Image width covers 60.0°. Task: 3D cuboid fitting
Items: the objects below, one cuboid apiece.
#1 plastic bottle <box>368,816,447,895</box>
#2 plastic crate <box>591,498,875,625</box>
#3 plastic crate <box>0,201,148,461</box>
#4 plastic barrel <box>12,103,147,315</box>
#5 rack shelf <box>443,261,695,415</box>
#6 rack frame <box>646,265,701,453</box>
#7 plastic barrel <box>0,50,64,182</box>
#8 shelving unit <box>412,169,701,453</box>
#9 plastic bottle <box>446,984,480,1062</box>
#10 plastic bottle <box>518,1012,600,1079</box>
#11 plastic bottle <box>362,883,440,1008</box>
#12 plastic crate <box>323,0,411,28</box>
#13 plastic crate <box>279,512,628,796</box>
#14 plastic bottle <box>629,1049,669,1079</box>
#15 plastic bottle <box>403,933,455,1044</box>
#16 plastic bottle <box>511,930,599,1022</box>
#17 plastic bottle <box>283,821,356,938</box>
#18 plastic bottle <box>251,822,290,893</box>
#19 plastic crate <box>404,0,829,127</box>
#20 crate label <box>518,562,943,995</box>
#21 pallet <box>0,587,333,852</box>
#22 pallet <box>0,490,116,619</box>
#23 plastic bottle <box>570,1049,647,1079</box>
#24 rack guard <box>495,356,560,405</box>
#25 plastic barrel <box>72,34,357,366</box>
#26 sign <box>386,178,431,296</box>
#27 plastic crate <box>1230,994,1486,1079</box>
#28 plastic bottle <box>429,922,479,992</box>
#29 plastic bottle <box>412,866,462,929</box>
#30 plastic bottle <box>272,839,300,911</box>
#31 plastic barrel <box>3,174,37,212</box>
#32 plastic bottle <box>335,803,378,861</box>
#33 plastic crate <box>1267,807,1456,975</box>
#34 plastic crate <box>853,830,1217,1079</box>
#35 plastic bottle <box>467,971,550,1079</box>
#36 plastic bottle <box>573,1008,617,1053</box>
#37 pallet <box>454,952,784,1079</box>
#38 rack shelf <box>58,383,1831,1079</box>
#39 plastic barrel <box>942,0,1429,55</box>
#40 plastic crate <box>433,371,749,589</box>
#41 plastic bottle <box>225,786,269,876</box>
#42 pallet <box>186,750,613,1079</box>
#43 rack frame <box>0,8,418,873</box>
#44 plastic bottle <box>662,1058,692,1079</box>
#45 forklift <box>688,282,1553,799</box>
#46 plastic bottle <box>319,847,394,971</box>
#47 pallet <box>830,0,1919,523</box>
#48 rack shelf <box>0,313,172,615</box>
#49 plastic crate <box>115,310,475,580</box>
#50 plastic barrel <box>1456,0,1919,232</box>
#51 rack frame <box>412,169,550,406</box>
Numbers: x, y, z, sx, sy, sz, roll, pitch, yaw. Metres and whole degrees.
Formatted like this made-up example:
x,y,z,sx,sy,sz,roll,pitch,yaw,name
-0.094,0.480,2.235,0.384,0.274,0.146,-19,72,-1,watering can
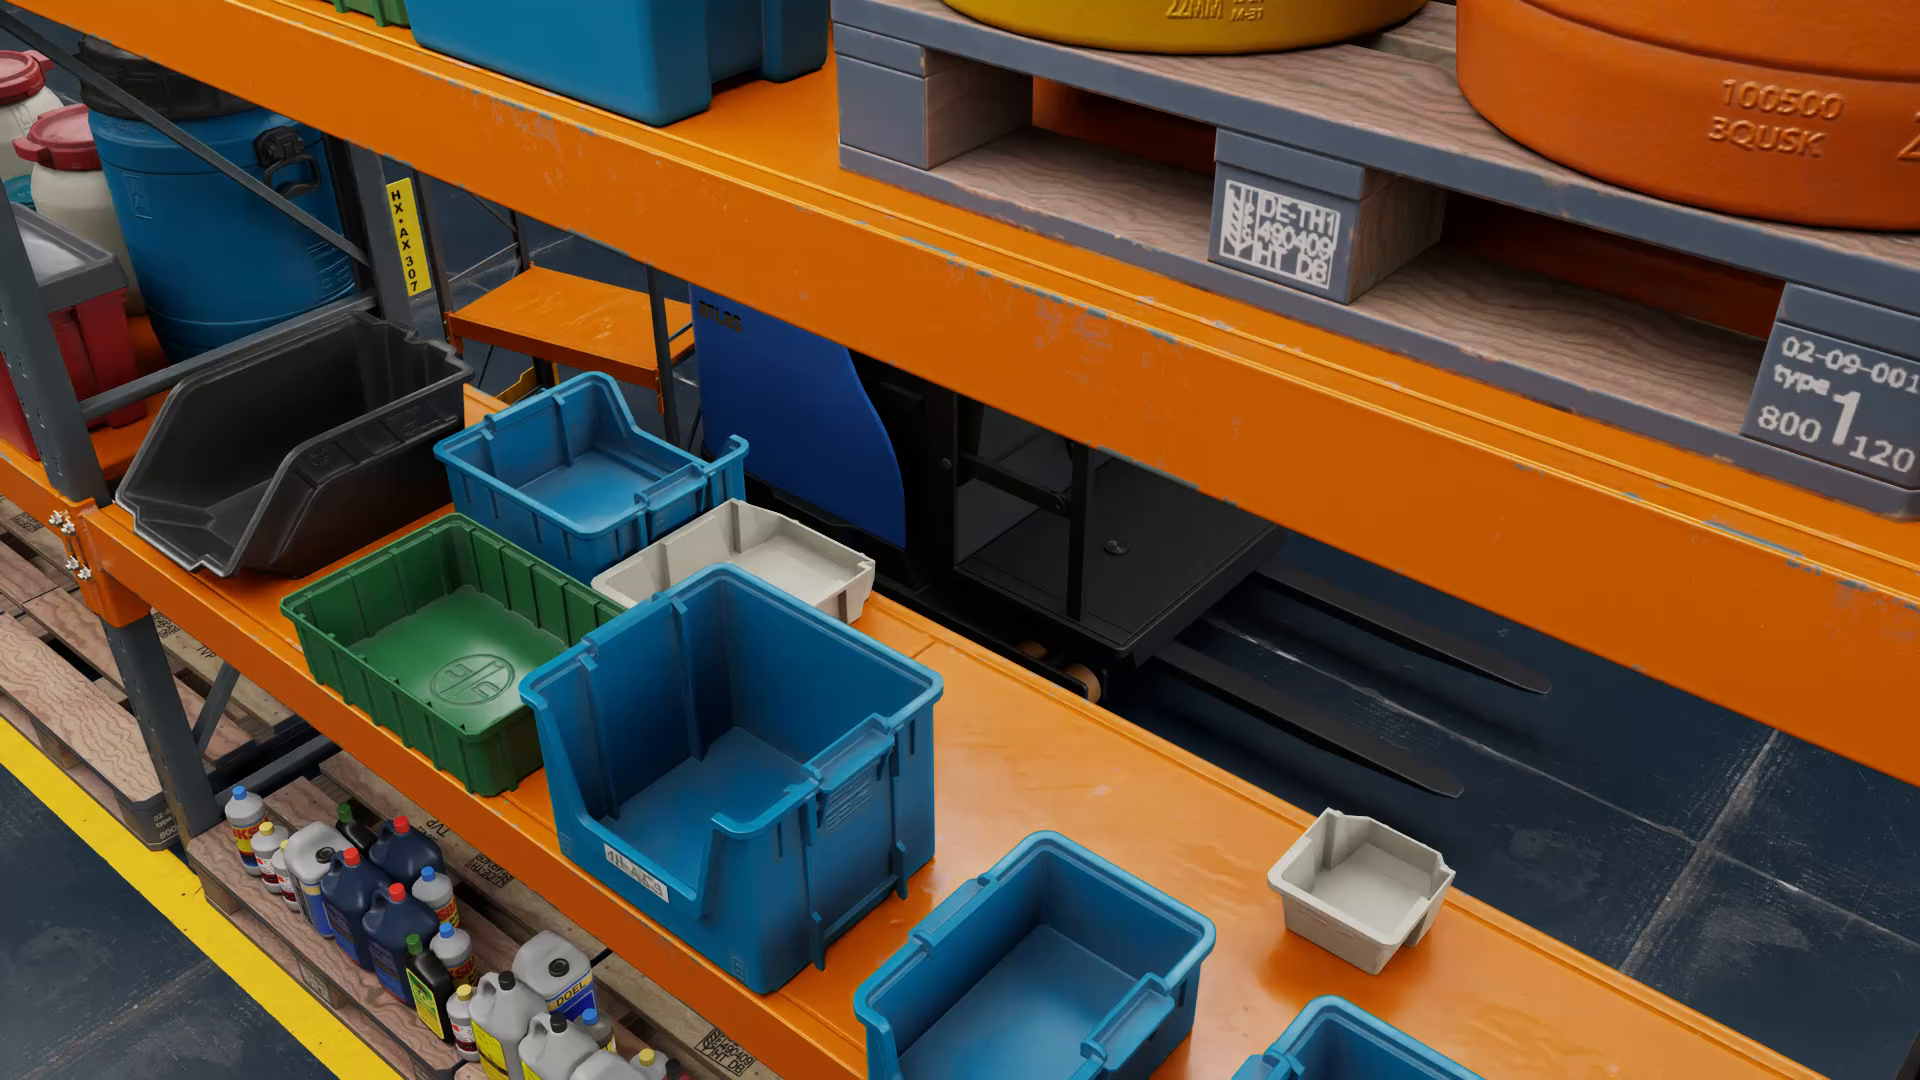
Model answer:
x,y,z,sx,sy,sz,roll,pitch,yaw,name
-1.433,0.847,4.319,0.185,0.351,0.144,25,42,32,plastic bottle
-0.471,0.112,3.670,0.437,0.136,0.530,25,42,32,plastic crate
-2.448,-0.543,4.334,0.583,0.464,0.402,25,42,32,plastic crate
-2.475,-0.972,4.896,0.433,0.535,0.433,0,34,0,plastic barrel
-1.410,-0.792,6.397,1.000,0.185,0.538,16,38,22,rack shelf
-0.958,-0.809,6.103,0.032,1.500,0.500,16,38,22,rack frame
-3.039,-1.238,5.283,0.433,0.535,0.433,0,34,0,plastic barrel
-1.419,-0.943,6.298,1.083,1.500,0.587,16,38,22,shelving unit
-1.178,1.152,4.006,0.097,0.201,0.097,0,34,0,plastic bottle
-0.911,1.199,3.806,0.185,0.351,0.144,27,43,34,plastic bottle
-1.381,0.978,4.128,0.185,0.351,0.144,23,41,30,plastic bottle
-0.842,-0.933,2.497,0.450,0.188,0.336,25,42,32,plastic crate
-1.018,0.228,3.456,0.662,0.188,0.450,25,42,32,plastic crate
-0.716,1.258,3.852,0.097,0.201,0.097,0,34,0,plastic bottle
-1.280,1.083,4.034,0.133,0.283,0.061,27,43,34,plastic bottle
-0.978,1.089,4.032,0.135,0.276,0.152,25,42,32,plastic bottle
-1.650,0.878,4.338,0.135,0.276,0.152,27,43,33,plastic bottle
-1.838,0.841,4.459,0.097,0.201,0.097,0,34,0,plastic bottle
-0.465,-0.815,2.152,0.575,0.384,0.392,25,42,32,plastic crate
-0.394,0.411,2.971,0.616,0.435,0.502,25,42,32,crate label
-2.509,0.408,5.470,1.213,0.211,1.003,25,42,32,pallet
-3.451,-0.034,6.113,1.213,0.211,1.003,25,42,32,pallet
-0.781,1.288,3.742,0.135,0.276,0.152,24,41,31,plastic bottle
-1.861,-0.557,6.840,0.087,0.250,0.587,16,38,22,rack guard
-1.984,-0.953,4.545,0.708,0.901,0.600,25,42,32,plastic barrel
-1.520,-0.824,4.555,0.005,0.325,0.100,25,42,32,sign
0.617,0.985,2.298,0.616,0.251,0.499,25,42,32,plastic crate
-1.244,1.047,4.097,0.097,0.271,0.097,0,34,0,plastic bottle
-1.337,0.942,4.250,0.097,0.271,0.097,0,34,0,plastic bottle
-1.760,0.878,4.406,0.097,0.201,0.097,0,34,0,plastic bottle
-2.800,-0.963,5.125,0.301,0.262,0.301,0,34,0,plastic barrel
-1.582,0.829,4.404,0.133,0.283,0.061,25,42,32,plastic bottle
0.712,0.619,2.932,0.250,0.136,0.298,25,42,32,plastic crate
0.122,0.747,2.644,0.408,0.251,0.499,25,42,32,plastic crate
-1.054,1.132,3.904,0.185,0.351,0.144,25,42,31,plastic bottle
-0.867,1.192,3.948,0.097,0.201,0.097,0,34,0,plastic bottle
-0.449,1.378,4.056,1.213,0.211,1.003,25,42,32,pallet
-0.343,0.547,3.440,4.000,0.370,1.077,25,42,32,rack shelf
0.236,-0.870,1.681,0.600,0.588,0.600,0,34,0,plastic barrel
-0.856,-0.130,3.921,0.616,0.251,0.499,25,42,32,plastic crate
-1.916,0.775,4.493,0.097,0.271,0.097,0,34,0,plastic bottle
-1.391,0.937,4.700,1.213,0.211,1.003,25,42,32,pallet
-1.881,-0.474,4.291,0.127,3.000,1.000,25,42,32,rack frame
-0.607,1.289,3.735,0.133,0.283,0.061,25,42,32,plastic bottle
0.482,-0.979,5.086,3.031,2.935,1.130,25,42,32,forklift
-1.526,0.909,4.228,0.185,0.351,0.144,26,42,33,plastic bottle
0.620,-0.526,1.884,1.213,0.211,1.003,25,42,32,pallet
-3.418,-0.902,5.549,4.000,0.370,1.077,25,42,32,rack shelf
-1.560,-0.204,3.952,0.504,0.338,0.767,25,42,32,plastic crate
0.739,-0.733,1.267,0.708,0.830,0.600,25,42,32,plastic barrel
-1.862,-1.072,6.487,0.032,1.500,0.500,16,38,22,rack frame
